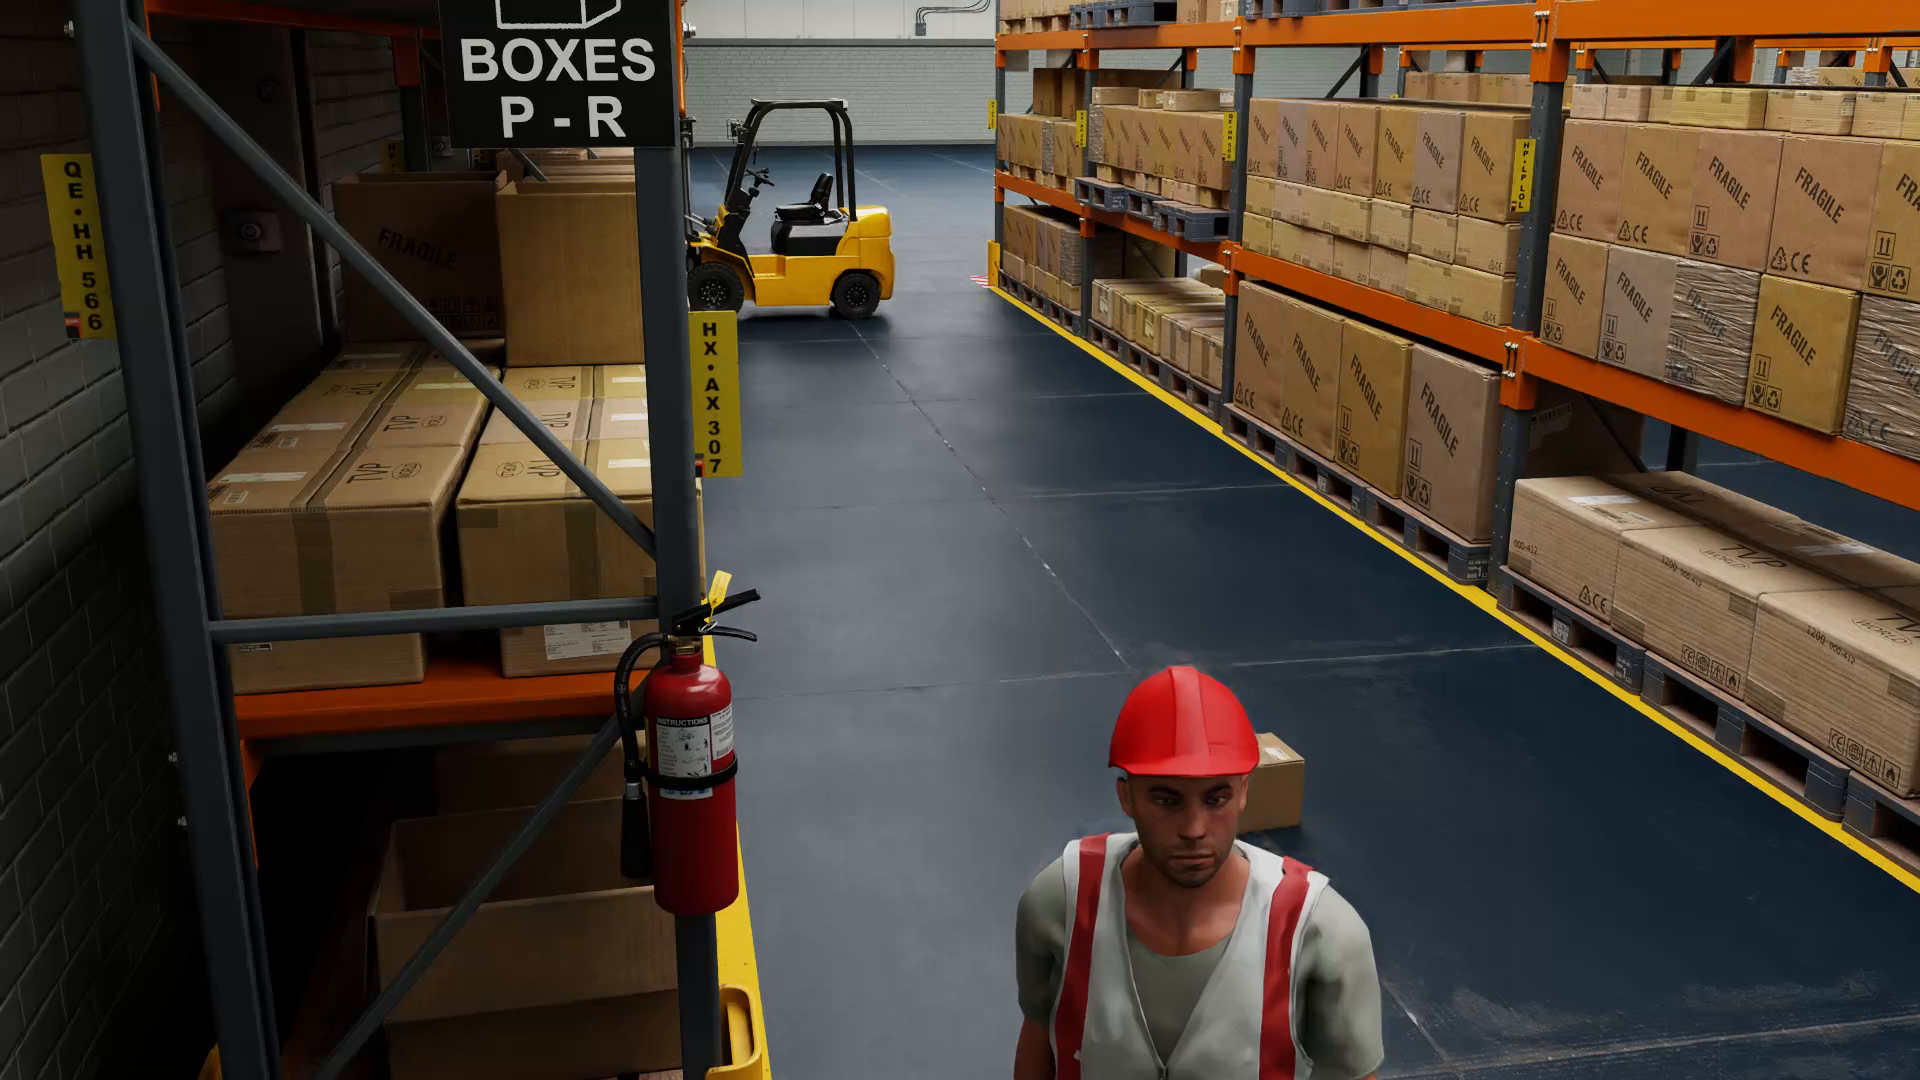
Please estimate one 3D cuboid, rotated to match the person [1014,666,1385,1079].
[{"bbox_3d":[0.299,1.036,2.365,0.570,1.739,0.963,3,16,10],"label":"person"}]
